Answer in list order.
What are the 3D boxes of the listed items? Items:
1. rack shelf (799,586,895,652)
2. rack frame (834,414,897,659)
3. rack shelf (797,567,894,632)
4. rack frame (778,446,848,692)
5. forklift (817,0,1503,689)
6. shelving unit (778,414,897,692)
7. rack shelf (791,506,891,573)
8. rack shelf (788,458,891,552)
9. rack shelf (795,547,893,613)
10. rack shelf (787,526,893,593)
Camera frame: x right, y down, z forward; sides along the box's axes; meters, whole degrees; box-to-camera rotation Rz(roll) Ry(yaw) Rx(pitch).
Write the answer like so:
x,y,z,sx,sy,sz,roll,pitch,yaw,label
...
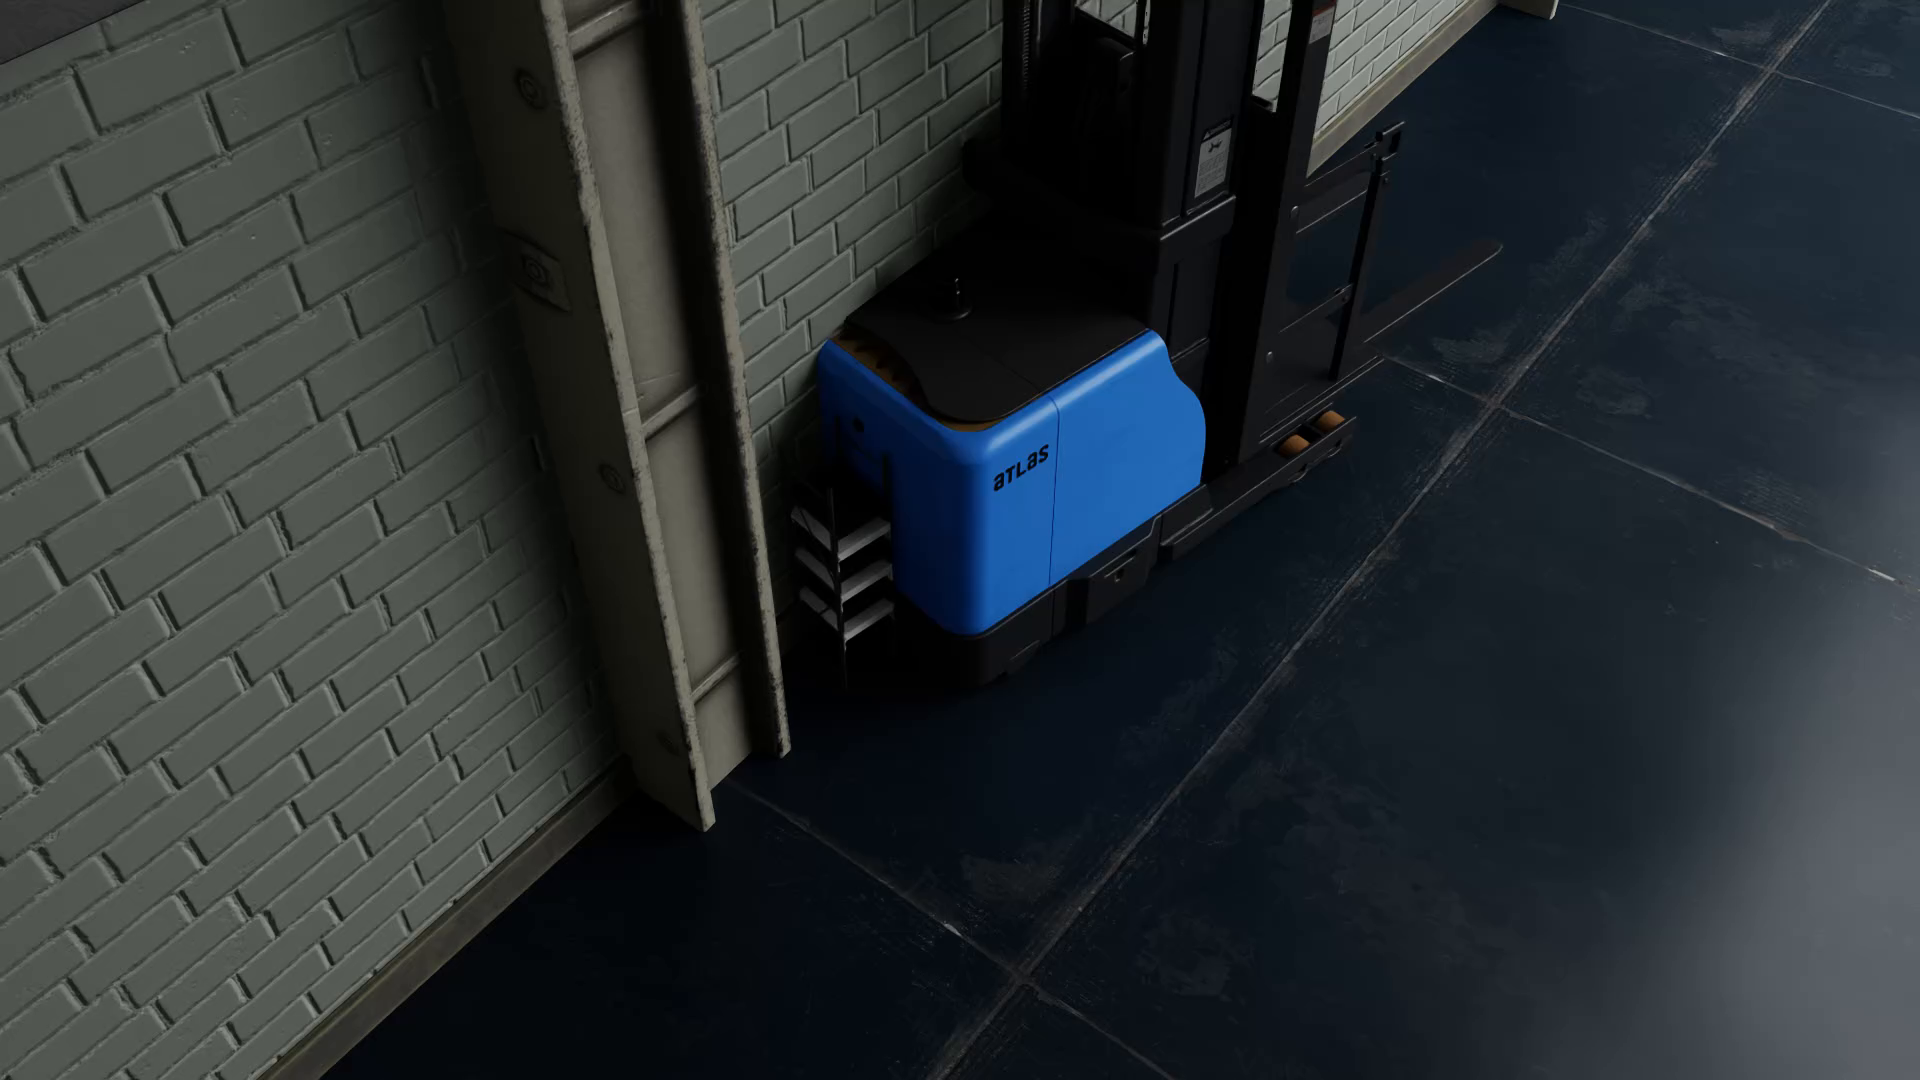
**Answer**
x,y,z,sx,sy,sz,roll,pitch,yaw,label
-0.363,0.205,5.227,0.200,0.077,0.258,-33,54,-27,rack shelf
-0.287,0.008,5.120,0.006,0.900,0.240,-33,54,-27,rack frame
-0.363,0.142,5.162,0.200,0.077,0.258,-33,54,-27,rack shelf
-0.439,0.106,5.026,0.006,0.900,0.240,-33,54,-27,rack frame
0.791,-1.475,5.132,3.031,2.935,1.130,-33,55,-27,forklift
-0.363,0.057,5.073,0.210,0.900,0.258,-33,54,-27,shelving unit
-0.363,-0.044,4.967,0.200,0.077,0.258,-33,54,-27,rack shelf
-0.363,-0.106,4.902,0.200,0.077,0.258,-33,54,-27,rack shelf
-0.363,0.080,5.097,0.200,0.077,0.258,-33,54,-27,rack shelf
-0.363,0.018,5.032,0.200,0.077,0.258,-33,54,-27,rack shelf
